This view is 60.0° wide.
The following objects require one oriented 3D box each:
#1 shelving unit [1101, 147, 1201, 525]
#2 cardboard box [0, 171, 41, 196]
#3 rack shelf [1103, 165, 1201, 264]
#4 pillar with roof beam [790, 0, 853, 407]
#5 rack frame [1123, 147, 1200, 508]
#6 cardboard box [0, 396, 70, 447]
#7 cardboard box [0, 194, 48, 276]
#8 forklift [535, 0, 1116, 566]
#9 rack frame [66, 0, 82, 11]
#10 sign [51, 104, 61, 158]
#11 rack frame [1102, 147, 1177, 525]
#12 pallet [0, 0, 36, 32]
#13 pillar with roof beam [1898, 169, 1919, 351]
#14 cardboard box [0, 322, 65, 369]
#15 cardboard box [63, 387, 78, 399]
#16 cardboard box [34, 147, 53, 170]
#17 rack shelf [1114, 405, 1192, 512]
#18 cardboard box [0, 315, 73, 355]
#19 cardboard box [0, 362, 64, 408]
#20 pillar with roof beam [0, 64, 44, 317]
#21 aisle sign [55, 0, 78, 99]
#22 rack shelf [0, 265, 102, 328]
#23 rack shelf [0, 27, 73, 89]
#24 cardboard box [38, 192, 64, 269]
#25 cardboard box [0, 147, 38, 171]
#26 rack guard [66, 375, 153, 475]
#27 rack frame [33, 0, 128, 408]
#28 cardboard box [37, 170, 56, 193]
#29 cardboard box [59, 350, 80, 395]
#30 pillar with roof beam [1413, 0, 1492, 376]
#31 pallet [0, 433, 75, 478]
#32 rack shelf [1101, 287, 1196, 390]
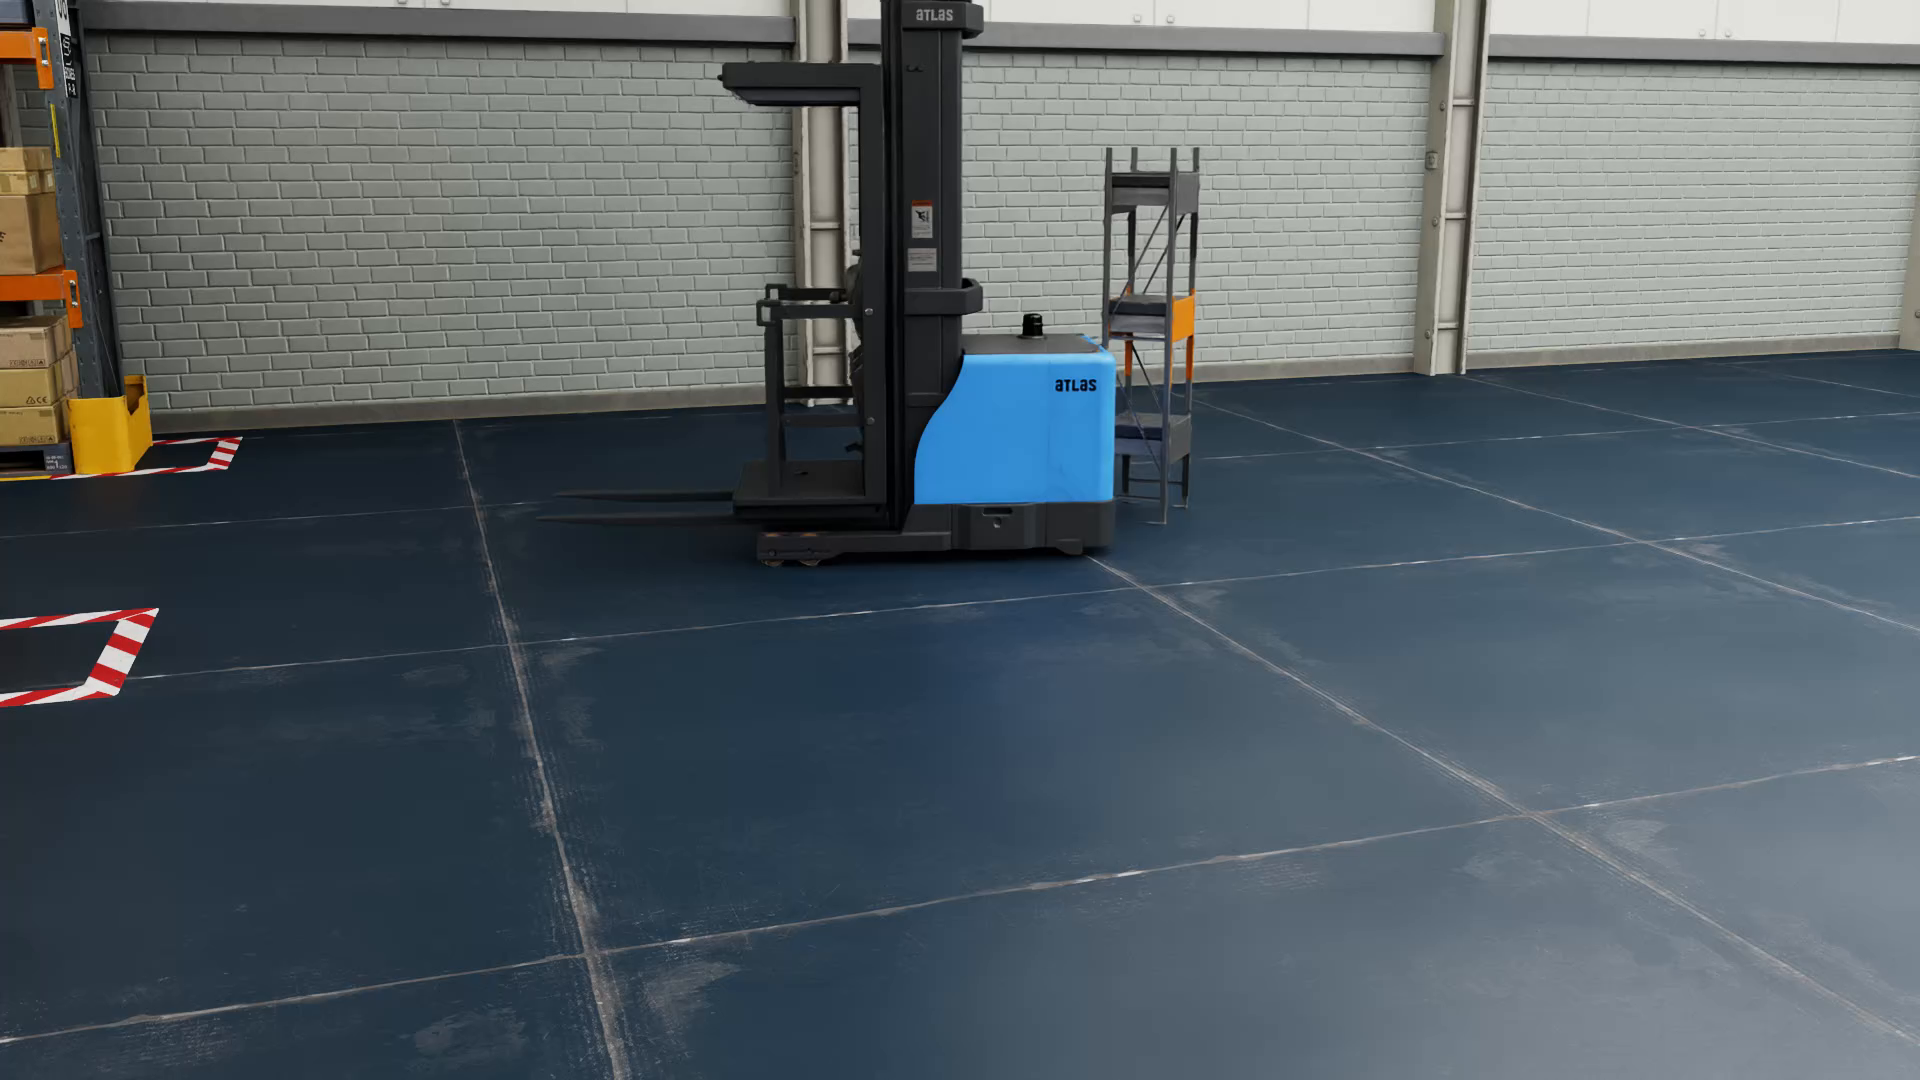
[{"bbox_3d":[1.082,-1.176,9.543,0.431,2.100,0.503,6,15,22],"label":"shelving unit"},{"bbox_3d":[-6.106,-2.299,10.707,0.250,0.149,0.380,-4,14,-17],"label":"cardboard box"},{"bbox_3d":[1.083,-1.843,9.382,0.431,0.518,0.480,6,15,22],"label":"rack shelf"},{"bbox_3d":[0.246,-4.585,8.973,0.400,9.000,9.100,-4,14,-18],"label":"pillar with roof beam"},{"bbox_3d":[1.175,-1.229,9.763,0.400,2.100,0.015,6,15,22],"label":"rack frame"},{"bbox_3d":[-6.211,-0.784,10.993,0.500,0.250,0.500,-4,14,-18],"label":"cardboard box"},{"bbox_3d":[-6.249,-1.976,10.754,0.500,0.500,0.500,-5,14,-19],"label":"cardboard box"},{"bbox_3d":[-0.723,-1.418,8.772,3.031,2.935,1.130,-1,13,-4],"label":"forklift"},{"bbox_3d":[-5.866,-4.940,10.466,0.127,3.000,1.000,-4,14,-18],"label":"rack frame"},{"bbox_3d":[-5.707,-2.580,10.494,0.005,0.325,0.100,-4,14,-18],"label":"sign"},{"bbox_3d":[0.990,-1.123,9.324,0.400,2.100,0.015,6,15,22],"label":"rack frame"},{"bbox_3d":[-6.545,-3.391,10.628,1.213,0.211,1.003,-4,14,-18],"label":"pallet"},{"bbox_3d":[11.619,-5.471,12.696,0.400,9.000,9.100,-4,14,-18],"label":"pillar with roof beam"},{"bbox_3d":[-6.203,-1.272,10.883,0.500,0.250,0.500,-4,14,-16],"label":"cardboard box"},{"bbox_3d":[-6.394,-0.895,11.458,0.500,0.250,0.500,-4,14,-18],"label":"cardboard box"},{"bbox_3d":[-6.253,-2.553,11.132,0.250,0.149,0.380,-5,14,-19],"label":"cardboard box"},{"bbox_3d":[1.081,-0.482,9.711,0.431,0.518,0.480,6,15,22],"label":"rack shelf"},{"bbox_3d":[-6.382,-1.381,11.339,0.500,0.250,0.500,-5,14,-19],"label":"cardboard box"},{"bbox_3d":[-6.228,-1.027,10.933,0.500,0.250,0.500,-5,14,-19],"label":"cardboard box"},{"bbox_3d":[-5.441,-4.142,7.111,0.400,9.000,9.100,-4,14,-18],"label":"pillar with roof beam"},{"bbox_3d":[-5.710,-3.227,10.609,0.004,0.787,0.394,-4,14,-18],"label":"aisle sign"},{"bbox_3d":[-7.762,-1.524,10.623,4.000,0.370,1.077,-4,14,-18],"label":"rack shelf"},{"bbox_3d":[-7.762,-2.983,10.276,4.000,0.370,1.077,-4,14,-18],"label":"rack shelf"},{"bbox_3d":[-6.425,-2.095,11.251,0.500,0.500,0.500,-4,14,-16],"label":"cardboard box"},{"bbox_3d":[-6.139,-2.458,10.734,0.250,0.149,0.380,-4,14,-18],"label":"cardboard box"},{"bbox_3d":[-5.844,-0.807,11.457,0.348,0.500,1.175,-4,14,-18],"label":"rack guard"},{"bbox_3d":[-5.866,-2.022,11.160,0.127,3.000,1.000,-4,14,-18],"label":"rack frame"},{"bbox_3d":[-6.271,-2.418,11.207,0.250,0.149,0.380,-5,14,-20],"label":"cardboard box"},{"bbox_3d":[-6.378,-1.142,11.417,0.500,0.250,0.500,-4,14,-17],"label":"cardboard box"},{"bbox_3d":[5.933,-5.028,10.835,0.400,9.000,9.100,-4,14,-18],"label":"pillar with roof beam"},{"bbox_3d":[-6.578,-0.600,11.207,1.213,0.211,1.003,-4,14,-18],"label":"pallet"},{"bbox_3d":[1.082,-1.163,9.546,0.431,0.518,0.480,6,15,22],"label":"rack shelf"}]
